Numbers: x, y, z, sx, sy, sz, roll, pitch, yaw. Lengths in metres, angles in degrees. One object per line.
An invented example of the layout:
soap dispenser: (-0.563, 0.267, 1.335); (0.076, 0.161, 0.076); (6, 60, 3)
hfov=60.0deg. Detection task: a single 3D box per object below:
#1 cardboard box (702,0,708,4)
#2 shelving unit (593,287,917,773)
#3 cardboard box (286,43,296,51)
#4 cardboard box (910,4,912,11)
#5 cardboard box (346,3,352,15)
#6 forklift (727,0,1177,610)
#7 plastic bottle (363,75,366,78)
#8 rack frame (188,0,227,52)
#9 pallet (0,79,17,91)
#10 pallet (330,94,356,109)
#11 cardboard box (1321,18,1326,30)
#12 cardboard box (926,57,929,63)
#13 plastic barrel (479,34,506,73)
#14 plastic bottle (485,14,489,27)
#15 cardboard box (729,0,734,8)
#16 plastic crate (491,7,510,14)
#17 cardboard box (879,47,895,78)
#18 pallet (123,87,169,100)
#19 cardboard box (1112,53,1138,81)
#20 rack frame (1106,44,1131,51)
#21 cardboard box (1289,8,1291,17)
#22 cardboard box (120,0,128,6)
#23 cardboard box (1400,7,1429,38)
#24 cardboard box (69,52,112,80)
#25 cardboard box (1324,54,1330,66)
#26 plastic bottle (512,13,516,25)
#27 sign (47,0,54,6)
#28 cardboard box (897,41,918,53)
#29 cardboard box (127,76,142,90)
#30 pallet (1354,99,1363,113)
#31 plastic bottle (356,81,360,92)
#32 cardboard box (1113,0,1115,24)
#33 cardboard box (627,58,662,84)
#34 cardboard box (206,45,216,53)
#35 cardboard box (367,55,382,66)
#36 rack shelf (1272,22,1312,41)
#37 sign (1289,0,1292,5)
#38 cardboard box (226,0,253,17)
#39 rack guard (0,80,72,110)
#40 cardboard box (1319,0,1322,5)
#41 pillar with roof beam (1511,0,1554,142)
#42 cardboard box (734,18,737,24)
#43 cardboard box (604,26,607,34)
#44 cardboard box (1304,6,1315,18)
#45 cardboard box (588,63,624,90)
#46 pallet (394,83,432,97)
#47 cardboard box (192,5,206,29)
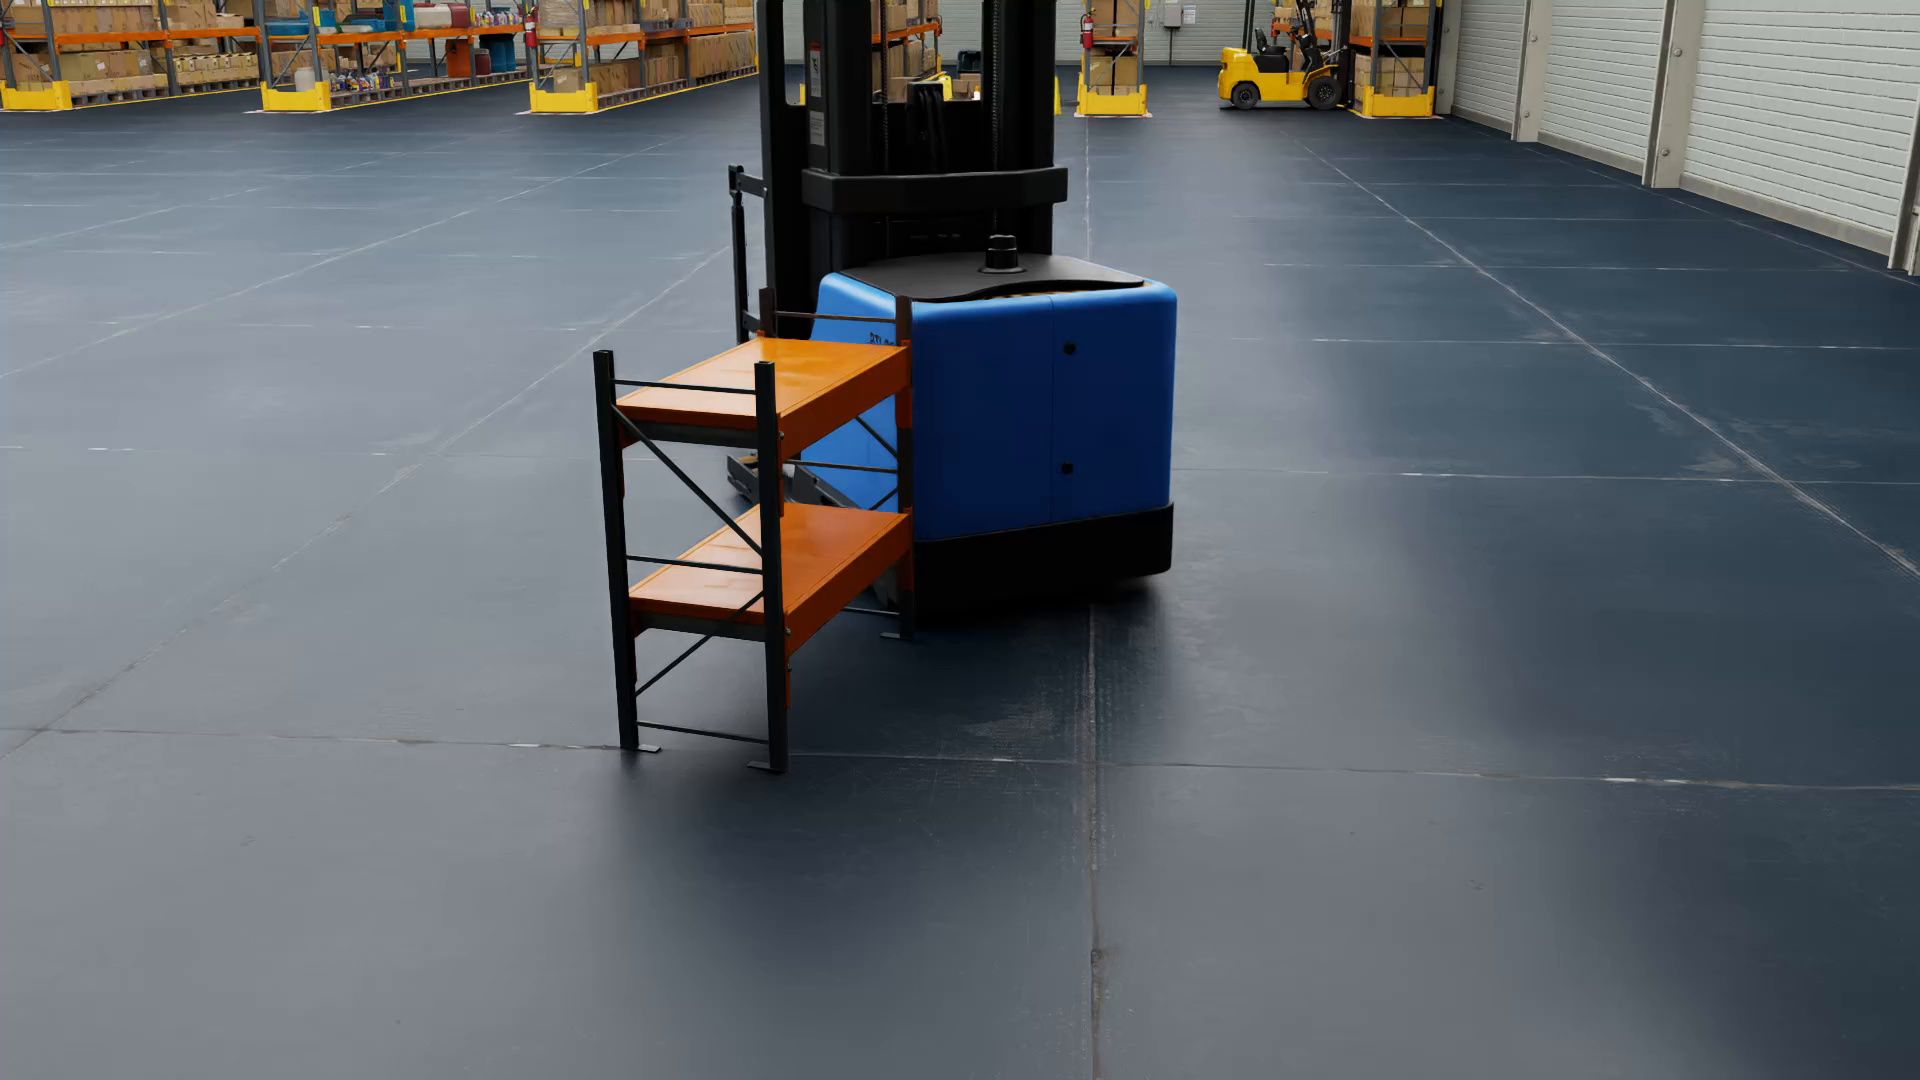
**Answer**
cardboard box: (-6.423, -13.034, 39.611); (0.797, 0.503, 0.637); (1, 18, 5)
shelving unit: (-0.549, -0.083, 4.871); (0.538, 1.125, 1.048); (6, 19, 17)
cardboard box: (-16.555, -12.066, 40.531); (0.500, 0.250, 0.500); (1, 18, 4)
cardboard box: (-1.330, -12.388, 38.662); (0.380, 0.149, 0.250); (2, 18, 6)
cardboard box: (-15.863, -13.502, 42.652); (0.500, 0.500, 0.500); (2, 18, 5)
forklift: (-0.328, -1.577, 6.529); (1.130, 2.935, 3.031); (-8, 20, -24)
plastic bottle: (-11.756, -9.051, 32.883); (0.061, 0.283, 0.133); (1, 18, 4)
rack frame: (-20.860, -14.495, 45.843); (1.000, 3.000, 0.127); (1, 18, 4)
pallet: (-21.581, -10.065, 36.800); (1.003, 0.211, 1.213); (1, 18, 4)
pallet: (-12.103, -8.256, 31.281); (1.003, 0.211, 1.213); (1, 18, 4)
cardboard box: (7.878, -10.828, 34.892); (0.500, 0.250, 0.500); (1, 18, 2)
cardboard box: (-0.983, -12.273, 42.488); (0.380, 0.149, 0.250); (1, 18, 3)
plastic barrel: (-11.372, -11.846, 40.452); (0.600, 0.901, 0.708); (1, 18, 4)
plastic bottle: (-11.096, -12.178, 38.977); (0.097, 0.271, 0.097); (0, 18, 0)
cardboard box: (-5.992, -13.643, 41.802); (0.500, 0.500, 0.500); (1, 18, 4)
plastic crate: (-11.572, -13.205, 41.835); (0.392, 0.384, 0.575); (1, 18, 4)
cardboard box: (-1.930, -9.919, 34.816); (1.050, 0.750, 0.750); (1, 18, 4)
pallet: (-16.877, -9.088, 33.818); (1.003, 0.211, 1.213); (1, 18, 4)
cardboard box: (3.142, -8.958, 31.482); (0.500, 0.500, 0.500); (2, 18, 7)
rack frame: (3.273, -11.458, 36.572); (1.000, 3.000, 0.127); (1, 18, 4)
cardboard box: (8.304, -12.824, 40.505); (0.500, 0.250, 0.500); (2, 18, 5)
cardboard box: (-16.659, -10.609, 32.781); (0.380, 0.149, 0.250); (1, 18, 4)
cardboard box: (7.963, -9.058, 29.090); (0.500, 0.500, 0.500); (2, 18, 6)
cardboard box: (-16.748, -9.138, 32.031); (0.500, 0.500, 0.500); (1, 18, 4)
cardboard box: (8.079, -9.813, 34.694); (0.875, 0.625, 0.625); (1, 18, 2)
plastic bottle: (-10.942, -12.774, 40.776); (0.061, 0.283, 0.133); (1, 18, 4)
sign: (-16.512, -9.851, 30.153); (0.100, 0.325, 0.005); (1, 18, 4)
cardboard box: (-1.260, -11.586, 39.101); (0.500, 0.250, 0.500); (0, 18, 1)
cardboard box: (-16.661, -9.092, 33.095); (0.500, 0.250, 0.500); (1, 18, 4)
pallet: (7.664, -7.777, 29.817); (1.003, 0.211, 1.213); (1, 18, 4)
plastic bottle: (-11.677, -8.772, 32.165); (0.097, 0.201, 0.097); (0, 18, 0)
cardboard box: (3.108, -9.780, 30.815); (0.500, 0.500, 0.500); (1, 18, 3)
cardboard box: (-6.740, -9.969, 35.338); (0.700, 0.500, 0.500); (0, 18, -1)
cardboard box: (-20.810, -13.287, 45.496); (0.700, 0.500, 0.500); (1, 18, 4)
cardboard box: (-15.810, -12.819, 44.438); (0.500, 0.250, 0.500); (1, 18, 4)
rack shelf: (8.654, -12.869, 42.037); (1.077, 0.370, 4.000); (1, 18, 4)
sign: (7.969, -13.011, 39.924); (0.100, 0.325, 0.005); (1, 18, 4)
cardboard box: (-16.559, -12.346, 38.450); (0.700, 0.500, 0.500); (-5, 19, -15)
rack guard: (-17.067, -8.221, 30.710); (1.175, 0.500, 0.348); (1, 18, 4)
cardboard box: (7.890, -11.528, 35.586); (0.380, 0.149, 0.250); (2, 18, 5)
pillar with roof beam: (3.876, -10.143, 22.926); (9.100, 9.000, 0.400); (1, 18, 4)
cardboard box: (-5.899, -13.211, 42.326); (0.380, 0.149, 0.250); (1, 18, 3)
cardboard box: (-6.844, -9.546, 31.143); (0.380, 0.149, 0.250); (1, 18, 4)
cardboard box: (7.977, -11.811, 37.218); (0.500, 0.250, 0.500); (0, 18, 1)
cardboard box: (-7.000, -9.147, 32.860); (0.500, 0.500, 0.500); (7, 20, 21)
pallet: (-11.821, -9.467, 34.975); (1.003, 0.211, 1.213); (1, 18, 4)
cardboard box: (-16.634, -11.264, 35.820); (0.500, 0.500, 0.500); (1, 18, 4)
